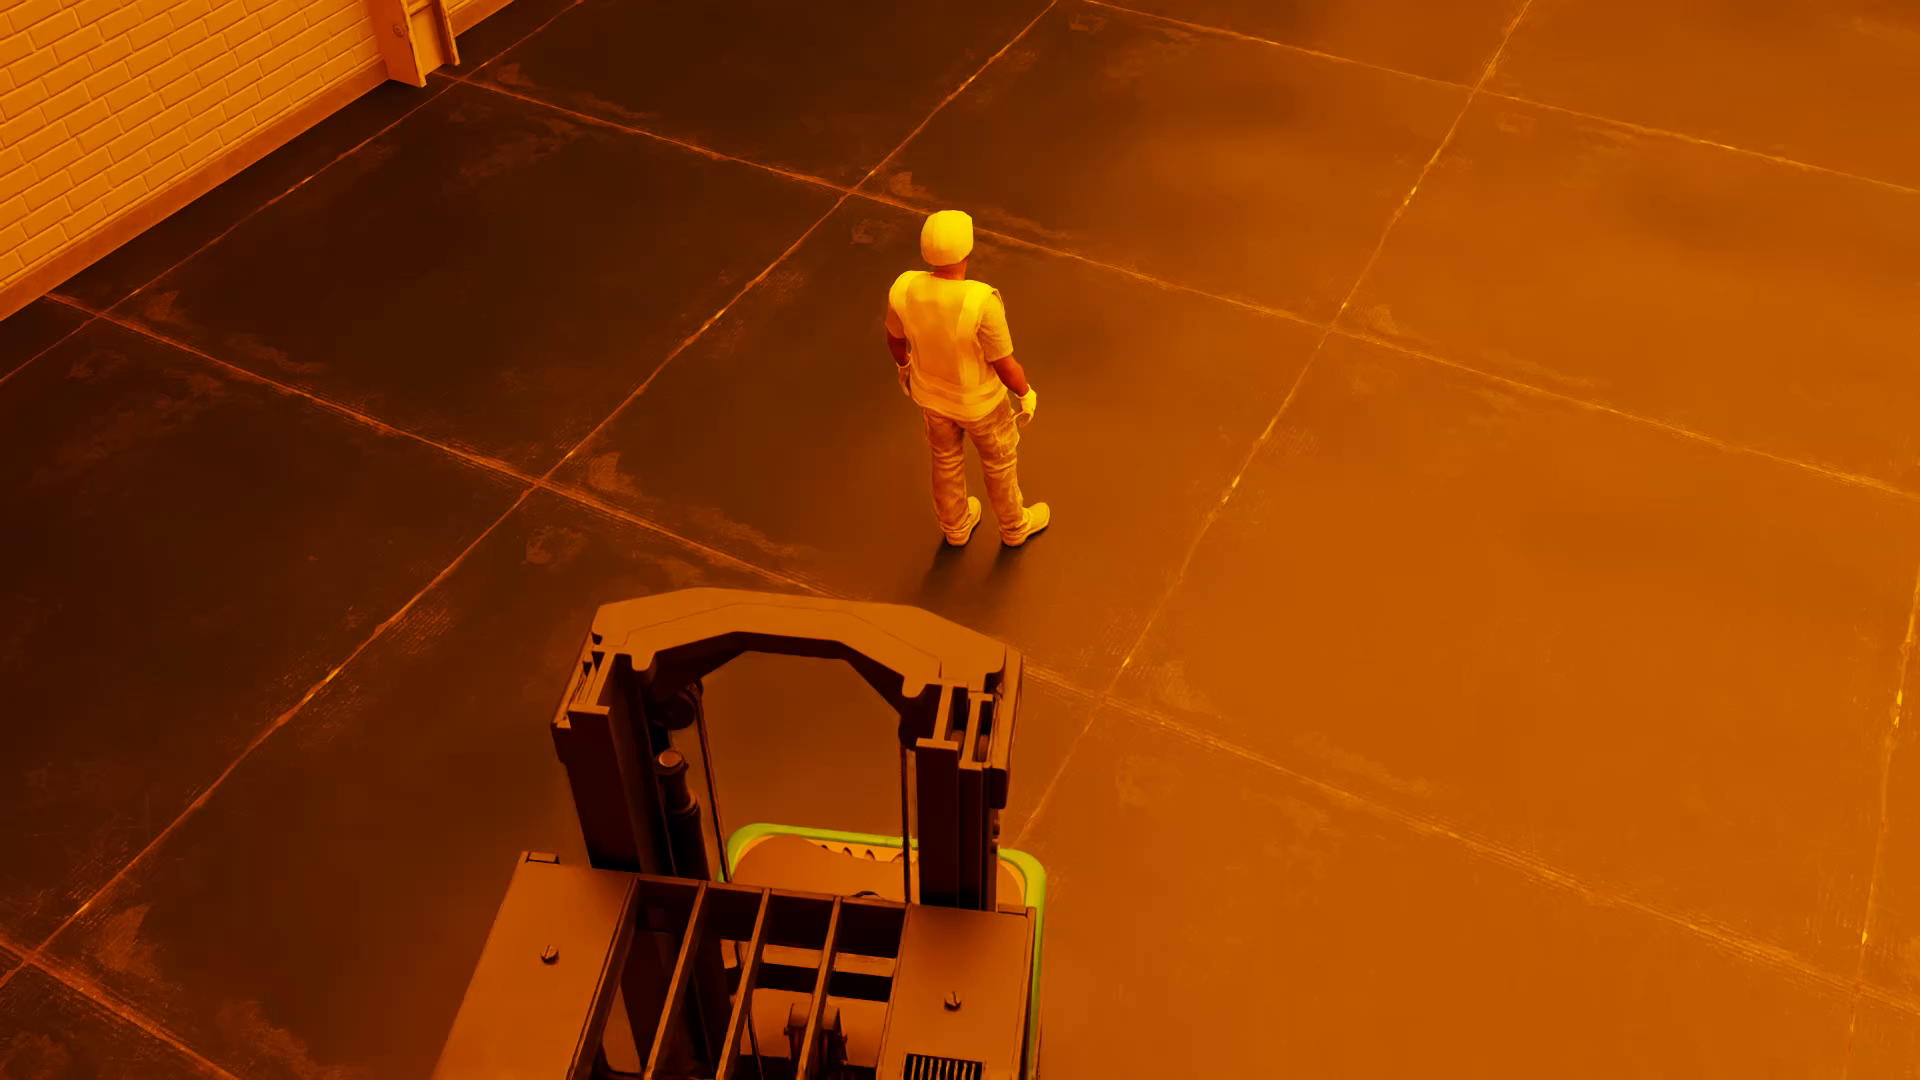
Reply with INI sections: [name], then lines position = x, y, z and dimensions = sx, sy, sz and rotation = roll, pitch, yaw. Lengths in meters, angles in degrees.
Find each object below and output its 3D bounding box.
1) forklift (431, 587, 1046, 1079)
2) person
[forklift]
position = -0.420, 1.652, 3.901
dimensions = 1.130, 2.935, 3.031
rotation = 5, 44, 5
[person]
position = 0.041, -0.695, 7.218
dimensions = 0.656, 1.782, 0.577
rotation = 20, 47, 20
